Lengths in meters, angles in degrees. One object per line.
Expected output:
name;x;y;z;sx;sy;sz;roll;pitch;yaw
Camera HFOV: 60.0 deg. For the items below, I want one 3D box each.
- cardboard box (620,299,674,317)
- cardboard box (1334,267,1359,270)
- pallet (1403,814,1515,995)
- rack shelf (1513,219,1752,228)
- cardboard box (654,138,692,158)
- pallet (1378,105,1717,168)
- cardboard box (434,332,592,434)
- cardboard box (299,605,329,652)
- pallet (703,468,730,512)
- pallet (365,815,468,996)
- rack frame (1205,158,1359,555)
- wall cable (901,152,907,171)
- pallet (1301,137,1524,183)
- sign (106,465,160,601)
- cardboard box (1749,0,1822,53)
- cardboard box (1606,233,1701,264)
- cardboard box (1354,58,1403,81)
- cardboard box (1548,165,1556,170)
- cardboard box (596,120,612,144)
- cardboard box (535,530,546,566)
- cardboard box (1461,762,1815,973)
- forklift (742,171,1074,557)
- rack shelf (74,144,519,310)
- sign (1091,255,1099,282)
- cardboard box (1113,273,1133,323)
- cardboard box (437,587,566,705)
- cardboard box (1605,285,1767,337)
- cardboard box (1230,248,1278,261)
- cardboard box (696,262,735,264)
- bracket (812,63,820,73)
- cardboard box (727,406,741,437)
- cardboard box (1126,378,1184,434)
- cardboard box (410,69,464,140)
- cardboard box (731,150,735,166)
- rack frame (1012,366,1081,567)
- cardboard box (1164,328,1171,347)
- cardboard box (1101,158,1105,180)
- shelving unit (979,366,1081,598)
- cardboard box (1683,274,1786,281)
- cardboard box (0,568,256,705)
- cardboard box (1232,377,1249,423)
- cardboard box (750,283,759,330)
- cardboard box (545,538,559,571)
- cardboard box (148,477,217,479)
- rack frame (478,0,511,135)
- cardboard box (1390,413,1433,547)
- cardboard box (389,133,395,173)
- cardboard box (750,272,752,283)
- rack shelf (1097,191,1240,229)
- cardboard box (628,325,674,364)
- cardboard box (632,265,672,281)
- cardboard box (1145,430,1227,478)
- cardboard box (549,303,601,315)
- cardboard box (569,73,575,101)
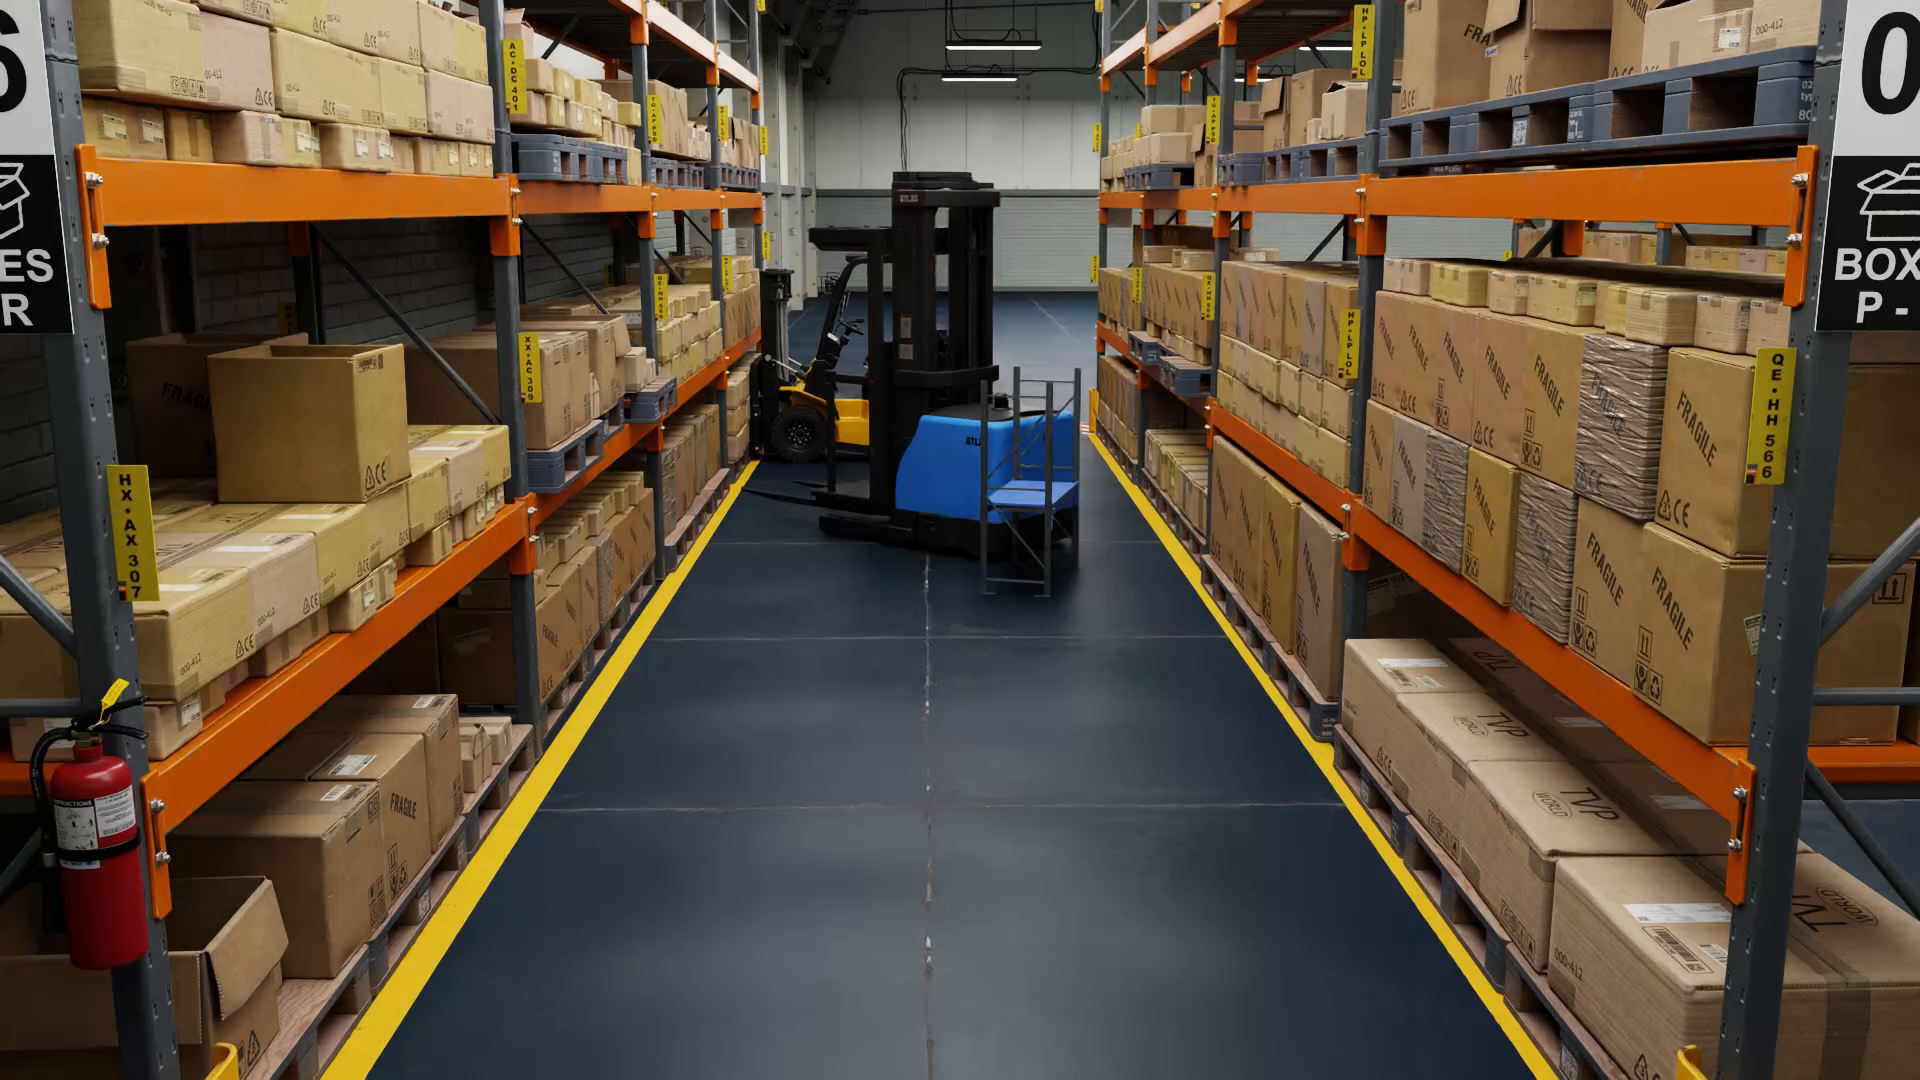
cardboard box;-2.458;-1.816;13.081;0.380;0.149;0.250;0;11;-1
cardboard box;2.603;-1.436;10.327;0.500;0.500;0.500;0;11;-1
pallet;2.356;1.357;6.340;1.003;0.211;1.213;0;11;-1
rack shelf;7.131;-3.550;17.779;1.077;0.370;4.000;0;11;-1
cardboard box;-2.395;-3.205;13.590;0.380;0.149;0.250;0;11;-2
pallet;2.397;-1.668;6.916;1.003;0.211;1.213;0;11;-1
cardboard box;-2.369;-0.838;8.838;0.700;0.500;0.500;0;11;-1
cardboard box;-2.269;0.263;5.351;0.380;0.149;0.250;0;11;0
pallet;-2.683;-0.461;15.298;1.003;0.211;1.213;0;11;-1
pallet;-2.531;1.363;6.310;1.003;0.211;1.213;0;11;-1
rack frame;2.308;-1.199;11.927;1.000;3.000;0.127;0;11;-1
wall cable;-3.065;-10.599;50.981;3.097;2.526;0.112;0;11;-1
pallet;2.322;-1.963;8.626;0.805;0.209;1.217;-1;11;-3
sign;-1.947;-0.015;3.909;0.100;0.325;0.005;0;11;-1
cardboard box;2.374;-1.350;4.193;0.500;0.250;0.500;-1;12;-6
cardboard box;7.071;-2.820;16.822;0.875;0.550;0.550;0;11;-1
cardboard box;2.634;-2.575;9.856;0.500;0.500;0.500;0;11;-1
cardboard box;6.792;-4.212;18.554;0.380;0.149;0.250;0;11;-1
cardboard box;-2.392;-2.548;10.402;0.380;0.149;0.250;0;11;-1
cardboard box;-2.367;0.049;8.627;0.380;0.149;0.250;-1;11;-4
cardboard box;2.332;1.128;5.843;0.875;0.438;0.875;0;11;0
forklift;-0.539;-1.522;13.687;3.031;2.935;1.130;9;15;38
rack shelf;-2.531;-1.103;5.717;1.077;0.370;4.000;0;11;-1
sign;1.600;-3.212;19.668;0.100;0.325;0.005;0;11;-1
cardboard box;1.919;-2.584;17.752;0.500;0.500;0.500;0;11;-2
cardboard box;-2.357;0.539;8.589;0.500;0.500;0.500;0;11;1
cardboard box;2.183;-0.688;5.009;0.380;0.149;0.250;0;11;0
cardboard box;2.517;-2.431;14.310;0.380;0.149;0.250;-1;11;-4
cardboard box;-2.492;-2.756;16.969;0.380;0.149;0.250;0;11;-2
bracket;-3.910;-12.701;44.477;0.076;0.066;4.783;0;11;-1
cardboard box;-2.439;-1.174;16.404;0.500;0.250;0.500;0;11;-1
cardboard box;1.945;-1.337;16.578;0.500;0.500;0.500;0;11;-2
cardboard box;-2.290;-1.727;6.614;0.500;0.250;0.500;-1;11;-3
cardboard box;-2.459;-3.818;16.616;0.380;0.149;0.250;0;11;1
rack frame;0.646;-0.544;12.467;0.500;1.500;0.032;3;12;14
cardboard box;1.920;-1.707;14.004;0.380;0.149;0.250;0;11;1
cardboard box;1.887;-4.231;18.955;0.500;0.250;0.500;0;11;-2
shelving unit;0.517;-0.446;11.985;0.538;1.500;1.048;3;12;14
cardboard box;2.753;-0.846;5.788;0.380;0.149;0.250;-1;11;-3
cardboard box;-2.229;0.248;4.420;0.500;0.250;0.500;0;11;-1
cardboard box;2.095;-0.926;10.955;0.500;0.250;0.500;-1;11;-3
cardboard box;-2.546;-2.618;18.666;0.500;0.500;0.500;0;11;1
cardboard box;-2.432;0.086;9.192;0.380;0.149;0.250;0;11;-2
cardboard box;-2.806;-0.154;6.401;0.500;0.250;0.500;0;11;0
rack frame;-2.572;-3.323;7.307;1.000;3.000;0.127;0;11;-1
cardboard box;2.145;-0.259;7.040;0.500;0.500;0.500;0;11;-1
cardboard box;-2.282;-1.406;6.031;0.380;0.149;0.250;0;11;-1
cardboard box;-2.554;-2.965;18.748;0.380;0.149;0.250;0;11;0
rack shelf;2.184;-3.510;17.579;1.077;0.370;4.000;0;11;-1
cardboard box;-2.395;-1.439;12.228;0.500;0.250;0.500;0;11;-1
cardboard box;-3.010;-2.598;16.192;0.380;0.149;0.250;-1;11;-3
cardboard box;2.239;-0.808;15.552;0.950;0.372;0.625;0;11;0
cardboard box;-2.925;-1.712;12.572;0.380;0.149;0.250;0;11;-1
cardboard box;-2.211;-2.346;8.612;0.380;0.149;0.250;0;11;-2
